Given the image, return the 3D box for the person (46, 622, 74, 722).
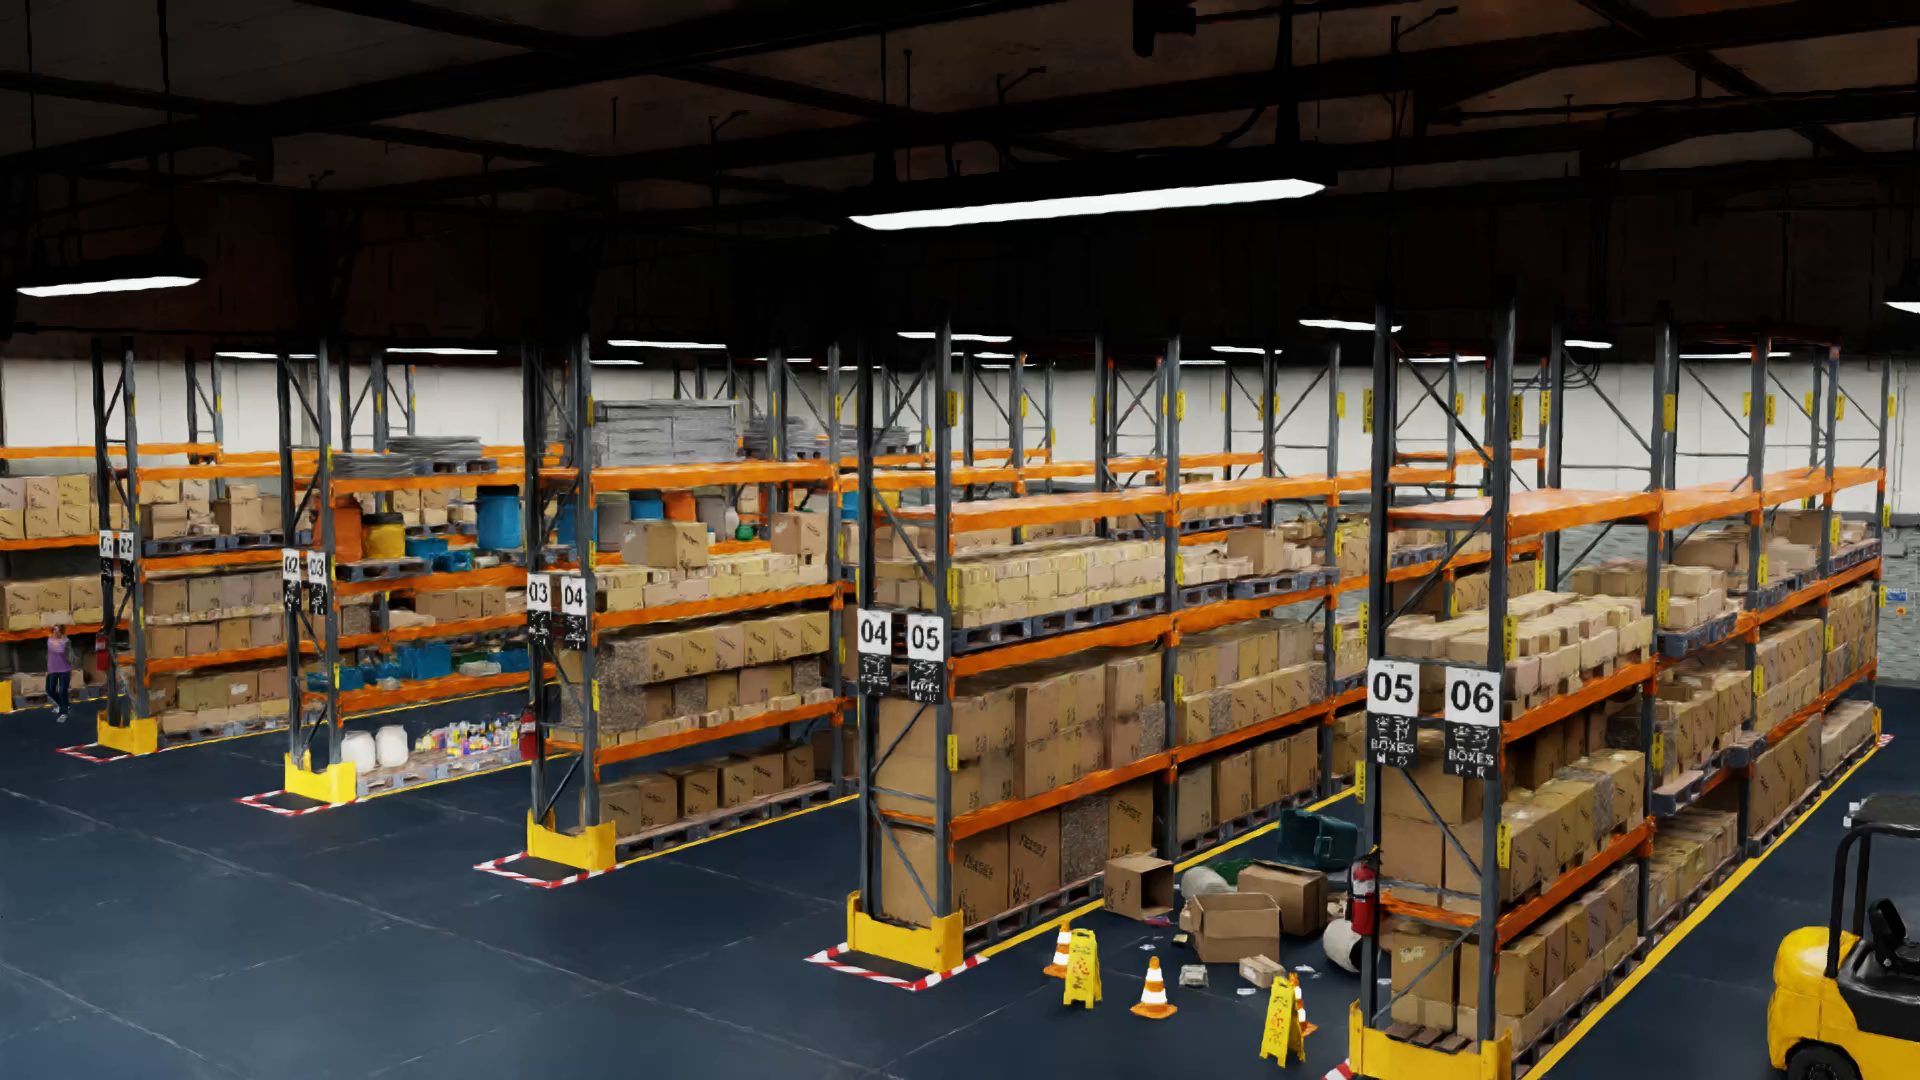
[{"bbox_3d":[-14.293,2.095,26.449,0.476,1.553,0.498,0,5,0],"label":"person"}]
